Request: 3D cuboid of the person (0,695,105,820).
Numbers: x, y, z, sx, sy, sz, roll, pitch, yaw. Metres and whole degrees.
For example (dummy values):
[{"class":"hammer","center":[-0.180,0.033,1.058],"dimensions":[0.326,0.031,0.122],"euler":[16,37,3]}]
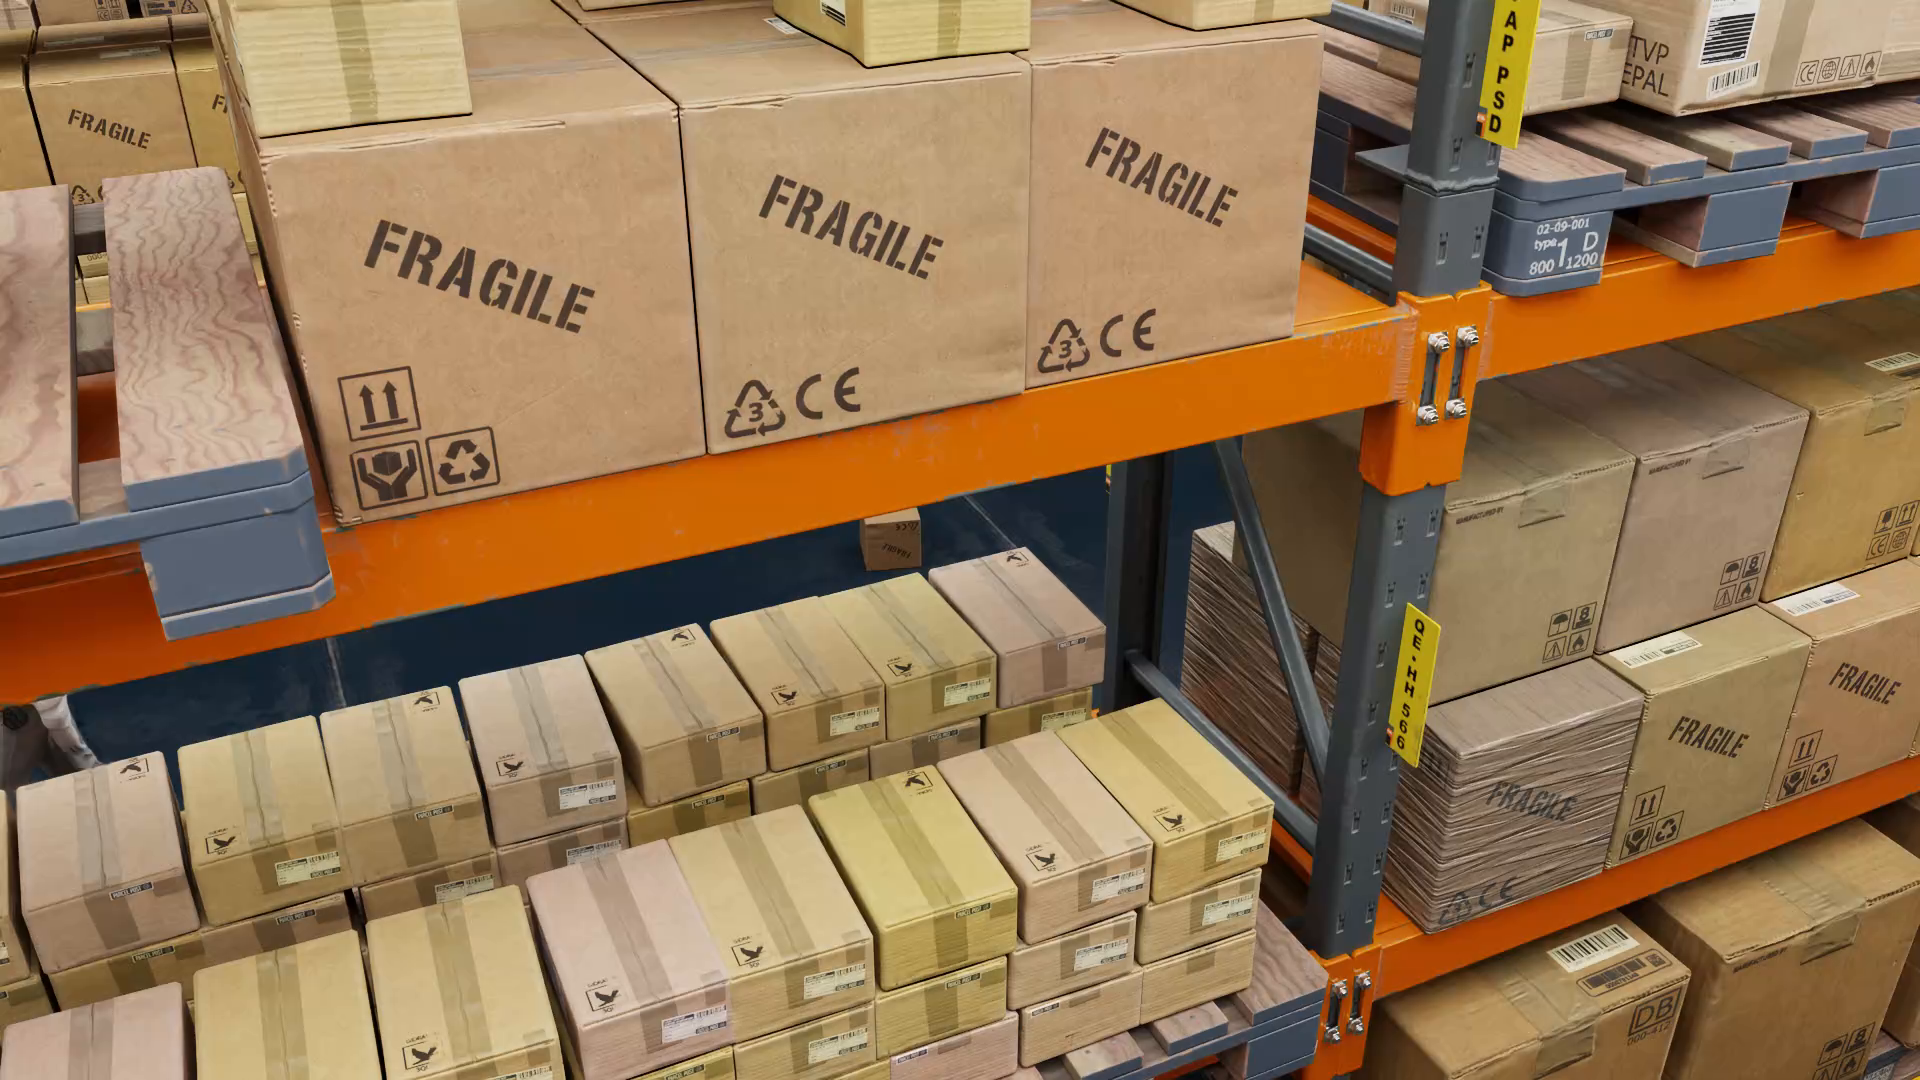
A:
[{"class":"person","center":[-3.037,0.528,5.152],"dimensions":[0.807,1.682,0.485],"euler":[-18,34,-28]}]
